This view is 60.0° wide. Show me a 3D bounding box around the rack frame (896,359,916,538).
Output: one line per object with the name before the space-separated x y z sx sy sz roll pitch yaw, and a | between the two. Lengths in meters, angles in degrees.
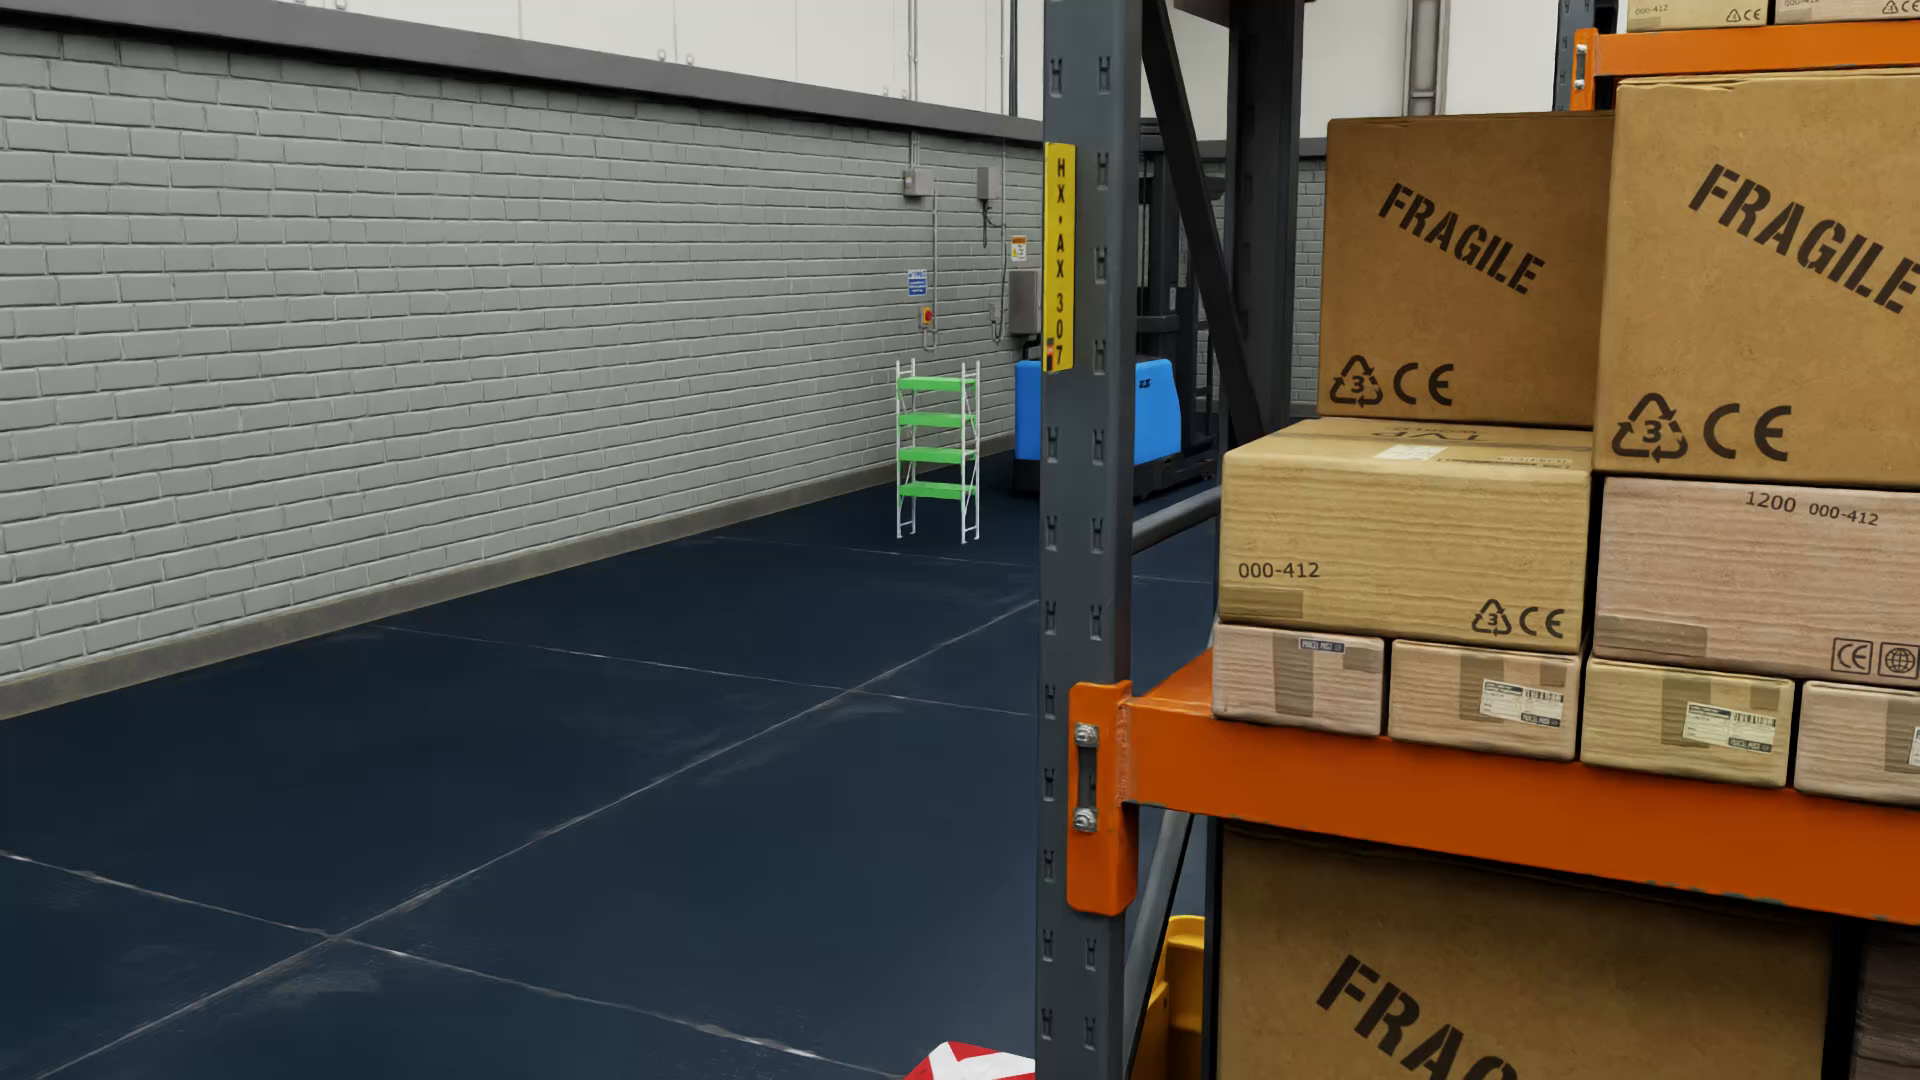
rack frame | -0.367 -0.623 11.302 0.015 1.200 0.240 5 11 26

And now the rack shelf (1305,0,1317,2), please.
rack shelf | 2.189 -0.998 1.919 4.000 0.370 1.077 5 11 26

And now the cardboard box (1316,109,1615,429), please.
cardboard box | 0.949 -0.479 2.933 0.500 0.500 0.500 5 11 27

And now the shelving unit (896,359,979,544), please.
shelving unit | -0.148 -0.603 11.195 0.503 1.200 0.258 5 11 26

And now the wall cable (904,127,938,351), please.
wall cable | -0.286 -2.572 14.079 0.123 1.953 0.585 5 11 26

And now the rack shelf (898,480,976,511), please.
rack shelf | -0.148 -0.304 11.250 0.480 0.148 0.258 5 11 26

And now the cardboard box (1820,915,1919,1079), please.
cardboard box | 1.821 0.915 2.540 0.875 0.875 0.875 5 11 26

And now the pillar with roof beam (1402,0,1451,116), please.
pillar with roof beam | 3.050 -5.030 13.756 0.400 9.000 9.100 5 11 26

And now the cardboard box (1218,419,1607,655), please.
cardboard box | 0.707 -0.025 2.532 0.500 0.250 0.500 5 11 24

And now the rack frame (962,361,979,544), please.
rack frame | 0.070 -0.584 11.089 0.015 1.200 0.240 5 11 26

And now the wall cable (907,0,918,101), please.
wall cable | -0.445 -4.972 13.432 0.029 3.000 0.463 5 11 26

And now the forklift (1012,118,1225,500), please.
forklift | 1.542 -1.968 13.875 1.130 2.935 3.031 5 12 27

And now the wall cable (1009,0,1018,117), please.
wall cable | 1.157 -5.552 16.533 0.133 3.039 2.988 5 11 26

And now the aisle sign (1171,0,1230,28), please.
aisle sign | 0.464 -1.366 3.057 0.004 0.787 0.394 5 11 26

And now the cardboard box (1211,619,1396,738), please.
cardboard box | 0.568 0.171 2.569 0.250 0.149 0.380 5 11 26

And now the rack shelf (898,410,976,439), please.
rack shelf | -0.148 -0.777 11.164 0.480 0.148 0.258 5 11 26

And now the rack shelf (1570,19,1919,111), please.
rack shelf | 4.475 -1.782 6.252 4.000 0.370 1.077 5 11 26

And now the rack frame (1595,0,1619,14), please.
rack frame | 2.681 -3.770 6.791 0.127 3.000 1.000 5 11 26

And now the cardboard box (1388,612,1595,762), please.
cardboard box | 0.799 0.191 2.459 0.250 0.149 0.380 5 11 25

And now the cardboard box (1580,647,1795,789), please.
cardboard box | 1.029 0.211 2.348 0.250 0.149 0.380 5 11 24

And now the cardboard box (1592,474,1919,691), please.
cardboard box | 1.176 0.015 2.312 0.500 0.250 0.500 5 11 25

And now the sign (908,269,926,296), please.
sign | -0.363 -2.187 14.132 0.001 0.218 0.327 5 11 26

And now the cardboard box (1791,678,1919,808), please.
cardboard box | 1.263 0.231 2.235 0.250 0.149 0.380 5 11 25

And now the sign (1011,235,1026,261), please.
sign | 0.564 -2.795 15.930 0.001 0.242 0.339 5 11 26

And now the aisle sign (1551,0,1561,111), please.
aisle sign | 2.483 -2.055 6.861 0.004 0.787 0.394 5 11 26

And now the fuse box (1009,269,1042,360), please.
fuse box | 0.774 -1.747 16.077 0.414 1.711 0.539 5 11 26

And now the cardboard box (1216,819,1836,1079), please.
cardboard box | 1.005 0.843 2.937 0.875 0.875 0.875 5 11 26

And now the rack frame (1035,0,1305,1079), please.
rack frame | 0.397 -0.034 2.996 0.053 2.616 0.949 5 11 26

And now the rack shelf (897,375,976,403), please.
rack shelf | -0.148 -1.013 11.121 0.480 0.148 0.258 5 11 26

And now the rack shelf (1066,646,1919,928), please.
rack shelf | 2.189 0.478 2.186 4.000 0.370 1.077 5 11 26

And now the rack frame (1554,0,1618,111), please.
rack frame | 2.681 -0.818 7.326 0.127 3.000 1.000 5 11 26

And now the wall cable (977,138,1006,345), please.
wall cable | 0.331 -2.784 15.339 0.122 1.984 0.588 5 11 26

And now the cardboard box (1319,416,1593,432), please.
cardboard box | 0.948 -0.110 3.003 0.500 0.250 0.500 5 11 25

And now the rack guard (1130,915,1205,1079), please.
rack guard | 0.374 1.195 3.226 0.348 0.500 1.175 5 11 26

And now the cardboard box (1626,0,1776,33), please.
cardboard box | 2.971 -2.144 6.651 0.500 0.250 0.500 5 12 28

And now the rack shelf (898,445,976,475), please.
rack shelf | -0.148 -0.541 11.207 0.480 0.148 0.258 5 11 26

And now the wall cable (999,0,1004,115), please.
wall cable | -0.110 -5.091 14.094 0.029 3.000 2.355 5 11 26

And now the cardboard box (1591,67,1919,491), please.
cardboard box | 1.155 -0.355 2.248 0.500 0.500 0.500 5 11 24

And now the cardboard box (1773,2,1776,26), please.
cardboard box | 3.206 -2.226 7.107 0.500 0.250 0.500 5 11 25

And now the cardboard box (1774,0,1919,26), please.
cardboard box | 3.441 -2.102 6.418 0.500 0.250 0.500 5 12 28

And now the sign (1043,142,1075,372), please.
sign | 0.145 -0.410 2.422 0.005 0.325 0.100 5 11 26
